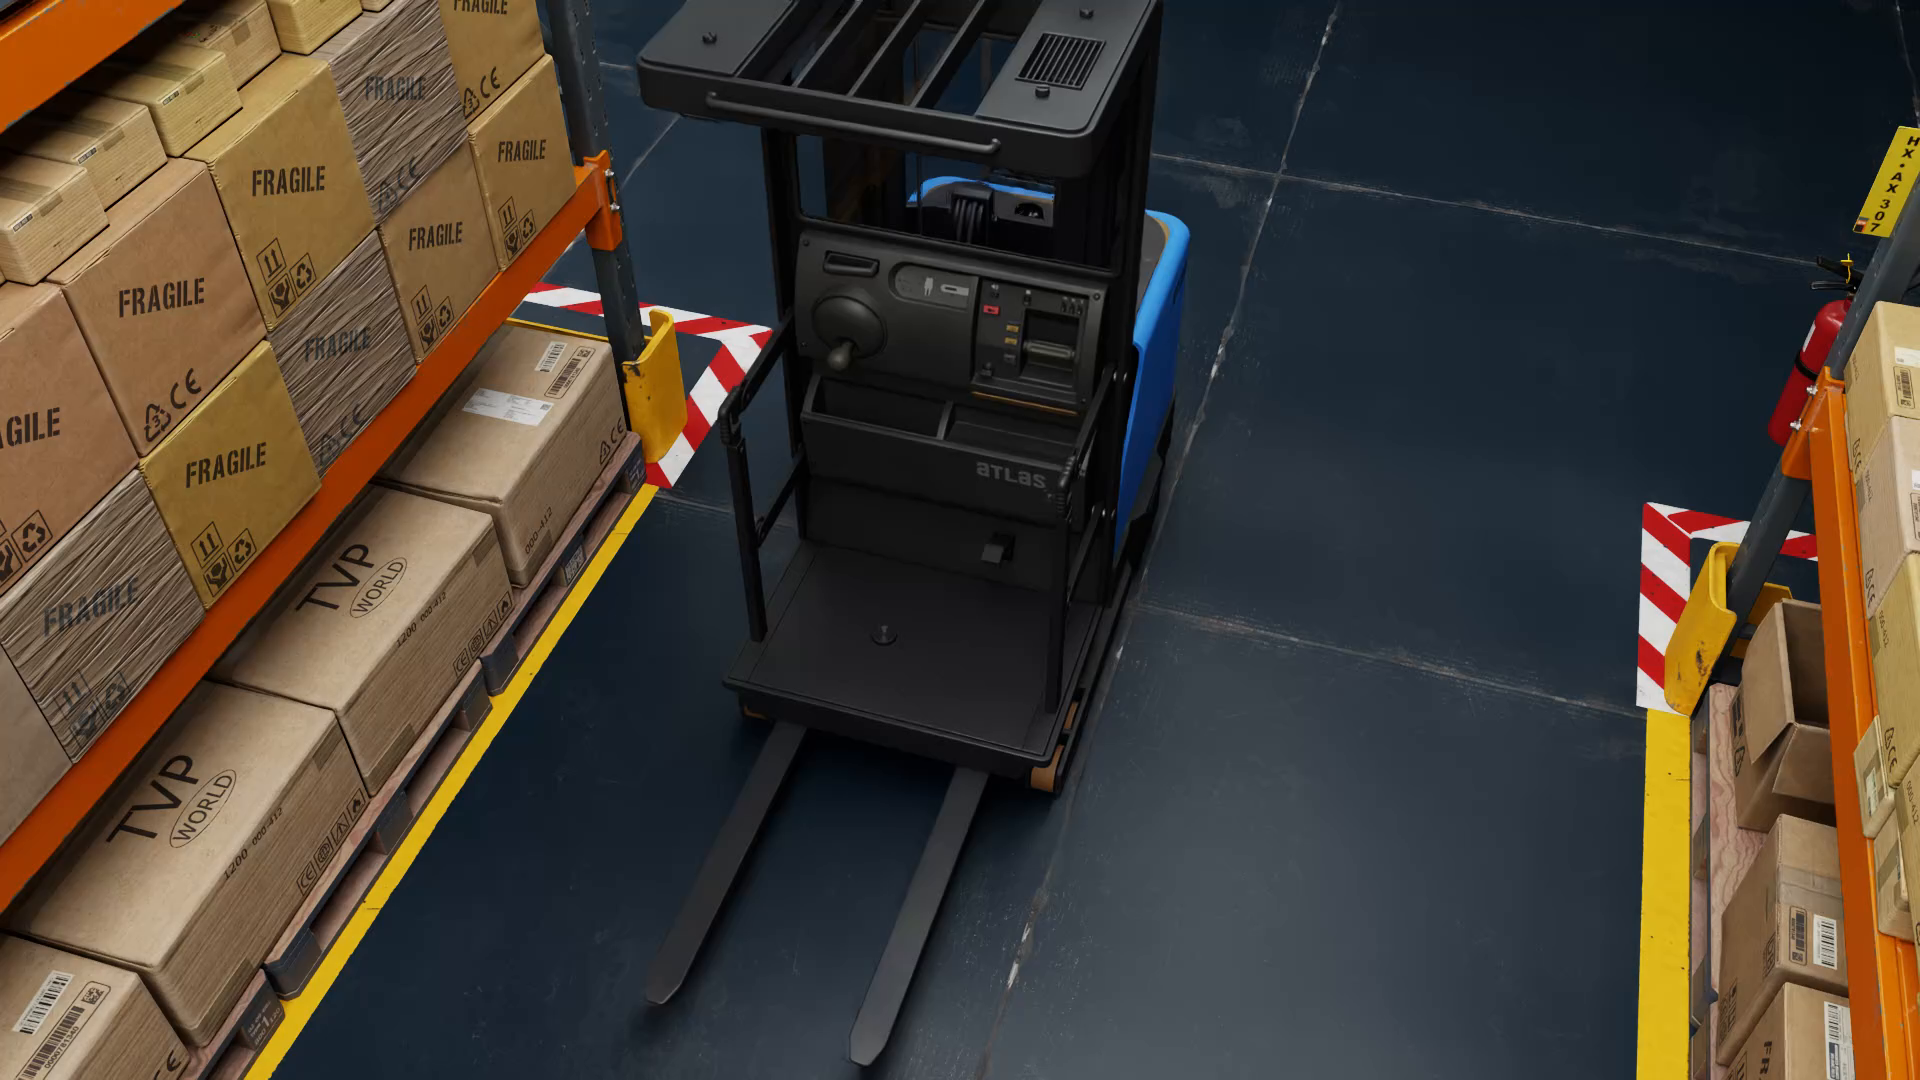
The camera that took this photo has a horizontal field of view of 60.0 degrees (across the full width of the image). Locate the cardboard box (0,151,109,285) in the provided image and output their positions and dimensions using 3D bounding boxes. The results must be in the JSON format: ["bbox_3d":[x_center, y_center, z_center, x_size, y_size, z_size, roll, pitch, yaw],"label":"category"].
[{"bbox_3d":[-2.092,-0.708,3.579,0.380,0.149,0.250,13,46,13],"label":"cardboard box"}]

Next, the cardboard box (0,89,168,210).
[{"bbox_3d":[-2.052,-0.893,3.768,0.380,0.149,0.250,14,46,14],"label":"cardboard box"}]

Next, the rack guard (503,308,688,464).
[{"bbox_3d":[-1.696,-0.705,6.613,1.175,0.500,0.348,13,46,13],"label":"rack guard"}]

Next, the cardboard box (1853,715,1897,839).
[{"bbox_3d":[2.230,0.565,3.707,0.380,0.149,0.250,11,46,11],"label":"cardboard box"}]

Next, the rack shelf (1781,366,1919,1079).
[{"bbox_3d":[2.423,1.056,3.540,1.077,0.370,4.000,13,46,13],"label":"rack shelf"}]

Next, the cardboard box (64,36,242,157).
[{"bbox_3d":[-1.955,-1.064,3.942,0.380,0.149,0.250,14,46,13],"label":"cardboard box"}]

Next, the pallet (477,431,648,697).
[{"bbox_3d":[-1.871,-0.036,6.136,1.003,0.211,1.213,13,46,13],"label":"pallet"}]

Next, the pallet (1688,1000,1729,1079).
[{"bbox_3d":[2.394,1.856,4.203,1.003,0.211,1.213,13,46,13],"label":"pallet"}]

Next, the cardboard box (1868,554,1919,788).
[{"bbox_3d":[2.332,0.334,3.659,0.500,0.250,0.500,12,46,12],"label":"cardboard box"}]

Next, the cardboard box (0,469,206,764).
[{"bbox_3d":[-2.210,0.126,3.905,0.500,0.500,0.500,13,46,13],"label":"cardboard box"}]

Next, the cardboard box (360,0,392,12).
[{"bbox_3d":[-1.673,-1.562,4.451,0.380,0.149,0.250,12,46,12],"label":"cardboard box"}]

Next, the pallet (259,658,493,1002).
[{"bbox_3d":[-2.242,0.774,5.308,1.003,0.211,1.213,13,46,12],"label":"pallet"}]

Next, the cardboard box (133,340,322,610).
[{"bbox_3d":[-2.054,-0.218,4.256,0.500,0.500,0.500,14,46,14],"label":"cardboard box"}]

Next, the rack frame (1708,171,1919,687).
[{"bbox_3d":[3.029,-0.534,4.651,1.000,3.000,0.127,13,46,13],"label":"rack frame"}]

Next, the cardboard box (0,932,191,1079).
[{"bbox_3d":[-2.622,1.453,4.152,0.875,0.438,0.875,12,46,12],"label":"cardboard box"}]

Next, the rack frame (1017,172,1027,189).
[{"bbox_3d":[0.424,-1.630,6.414,0.400,2.100,0.015,13,45,13],"label":"rack frame"}]

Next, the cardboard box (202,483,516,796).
[{"bbox_3d":[-2.077,0.256,5.375,0.875,0.438,0.875,14,46,14],"label":"cardboard box"}]

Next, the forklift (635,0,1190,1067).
[{"bbox_3d":[-0.103,-0.549,4.715,1.130,2.935,3.031,13,46,13],"label":"forklift"}]

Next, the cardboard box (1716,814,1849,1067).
[{"bbox_3d":[2.457,1.159,4.408,0.700,0.500,0.500,14,46,14],"label":"cardboard box"}]

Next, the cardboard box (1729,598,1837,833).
[{"bbox_3d":[2.753,0.596,4.981,0.797,0.503,0.637,11,45,11],"label":"cardboard box"}]

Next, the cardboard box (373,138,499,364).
[{"bbox_3d":[-1.763,-0.909,4.963,0.500,0.500,0.500,12,46,12],"label":"cardboard box"}]

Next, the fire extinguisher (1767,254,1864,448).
[{"bbox_3d":[2.633,-0.569,5.008,0.296,0.674,0.183,13,46,13],"label":"fire extinguisher"}]

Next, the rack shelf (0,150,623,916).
[{"bbox_3d":[-2.309,0.008,4.612,1.077,0.370,4.000,13,46,13],"label":"rack shelf"}]

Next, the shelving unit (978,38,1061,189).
[{"bbox_3d":[0.345,-1.471,6.246,0.431,2.100,0.503,13,45,13],"label":"shelving unit"}]

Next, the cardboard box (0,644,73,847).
[{"bbox_3d":[-2.366,0.456,3.568,0.500,0.500,0.500,13,46,13],"label":"cardboard box"}]

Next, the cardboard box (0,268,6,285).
[{"bbox_3d":[-2.232,-0.559,3.426,0.380,0.149,0.250,12,46,12],"label":"cardboard box"}]

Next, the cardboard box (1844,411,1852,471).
[{"bbox_3d":[2.668,-0.283,4.574,0.380,0.149,0.250,12,46,12],"label":"cardboard box"}]

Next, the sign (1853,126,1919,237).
[{"bbox_3d":[2.512,-0.958,4.465,0.100,0.325,0.005,13,46,13],"label":"sign"}]

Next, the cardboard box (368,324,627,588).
[{"bbox_3d":[-1.808,-0.356,6.001,0.875,0.438,0.875,11,45,11],"label":"cardboard box"}]

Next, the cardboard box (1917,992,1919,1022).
[{"bbox_3d":[2.040,1.022,2.956,0.500,0.250,0.500,12,46,12],"label":"cardboard box"}]

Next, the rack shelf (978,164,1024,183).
[{"bbox_3d":[0.345,-1.461,6.256,0.431,0.518,0.480,13,45,13],"label":"rack shelf"}]

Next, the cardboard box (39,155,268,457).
[{"bbox_3d":[-2.059,-0.586,3.917,0.500,0.500,0.500,12,46,12],"label":"cardboard box"}]

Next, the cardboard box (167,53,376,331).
[{"bbox_3d":[-1.905,-0.920,4.259,0.500,0.500,0.500,12,46,12],"label":"cardboard box"}]

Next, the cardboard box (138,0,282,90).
[{"bbox_3d":[-1.935,-1.243,4.126,0.380,0.149,0.250,12,46,12],"label":"cardboard box"}]

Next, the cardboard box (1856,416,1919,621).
[{"bbox_3d":[2.482,-0.005,4.005,0.500,0.250,0.500,13,46,13],"label":"cardboard box"}]

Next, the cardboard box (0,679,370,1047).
[{"bbox_3d":[-2.351,0.857,4.762,0.875,0.438,0.875,11,45,11],"label":"cardboard box"}]

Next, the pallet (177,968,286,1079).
[{"bbox_3d":[-2.610,1.590,4.474,1.003,0.211,1.213,13,46,13],"label":"pallet"}]

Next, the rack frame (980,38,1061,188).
[{"bbox_3d":[0.267,-1.312,6.079,0.400,2.100,0.015,13,45,13],"label":"rack frame"}]

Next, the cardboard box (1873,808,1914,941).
[{"bbox_3d":[2.170,0.745,3.524,0.380,0.149,0.250,14,46,13],"label":"cardboard box"}]

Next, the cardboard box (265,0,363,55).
[{"bbox_3d":[-1.788,-1.403,4.288,0.380,0.149,0.250,14,46,13],"label":"cardboard box"}]

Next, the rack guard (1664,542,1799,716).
[{"bbox_3d":[3.006,0.410,5.473,1.175,0.500,0.348,13,46,13],"label":"rack guard"}]

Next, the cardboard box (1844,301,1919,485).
[{"bbox_3d":[2.635,-0.341,4.348,0.500,0.250,0.500,13,46,13],"label":"cardboard box"}]

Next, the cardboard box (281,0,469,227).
[{"bbox_3d":[-1.752,-1.249,4.596,0.500,0.500,0.500,13,46,13],"label":"cardboard box"}]

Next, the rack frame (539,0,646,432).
[{"bbox_3d":[-1.703,-1.583,5.723,1.000,3.000,0.127,13,46,13],"label":"rack frame"}]

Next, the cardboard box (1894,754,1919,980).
[{"bbox_3d":[2.197,0.679,3.306,0.500,0.250,0.500,11,46,11],"label":"cardboard box"}]

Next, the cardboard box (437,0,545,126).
[{"bbox_3d":[-1.622,-1.604,4.958,0.500,0.500,0.500,14,46,14],"label":"cardboard box"}]

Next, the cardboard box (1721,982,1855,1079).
[{"bbox_3d":[2.202,1.490,4.070,0.500,0.500,0.500,13,46,13],"label":"cardboard box"}]

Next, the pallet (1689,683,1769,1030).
[{"bbox_3d":[2.765,1.045,5.031,1.003,0.211,1.213,13,46,13],"label":"pallet"}]

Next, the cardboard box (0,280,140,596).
[{"bbox_3d":[-2.215,-0.250,3.574,0.500,0.500,0.500,13,46,13],"label":"cardboard box"}]

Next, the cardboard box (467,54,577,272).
[{"bbox_3d":[-1.597,-1.241,5.302,0.500,0.500,0.500,13,46,13],"label":"cardboard box"}]

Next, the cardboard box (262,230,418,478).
[{"bbox_3d":[-1.910,-0.564,4.611,0.500,0.500,0.500,14,46,14],"label":"cardboard box"}]

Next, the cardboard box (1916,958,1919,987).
[{"bbox_3d":[2.157,0.931,3.333,0.380,0.149,0.250,12,46,12],"label":"cardboard box"}]
